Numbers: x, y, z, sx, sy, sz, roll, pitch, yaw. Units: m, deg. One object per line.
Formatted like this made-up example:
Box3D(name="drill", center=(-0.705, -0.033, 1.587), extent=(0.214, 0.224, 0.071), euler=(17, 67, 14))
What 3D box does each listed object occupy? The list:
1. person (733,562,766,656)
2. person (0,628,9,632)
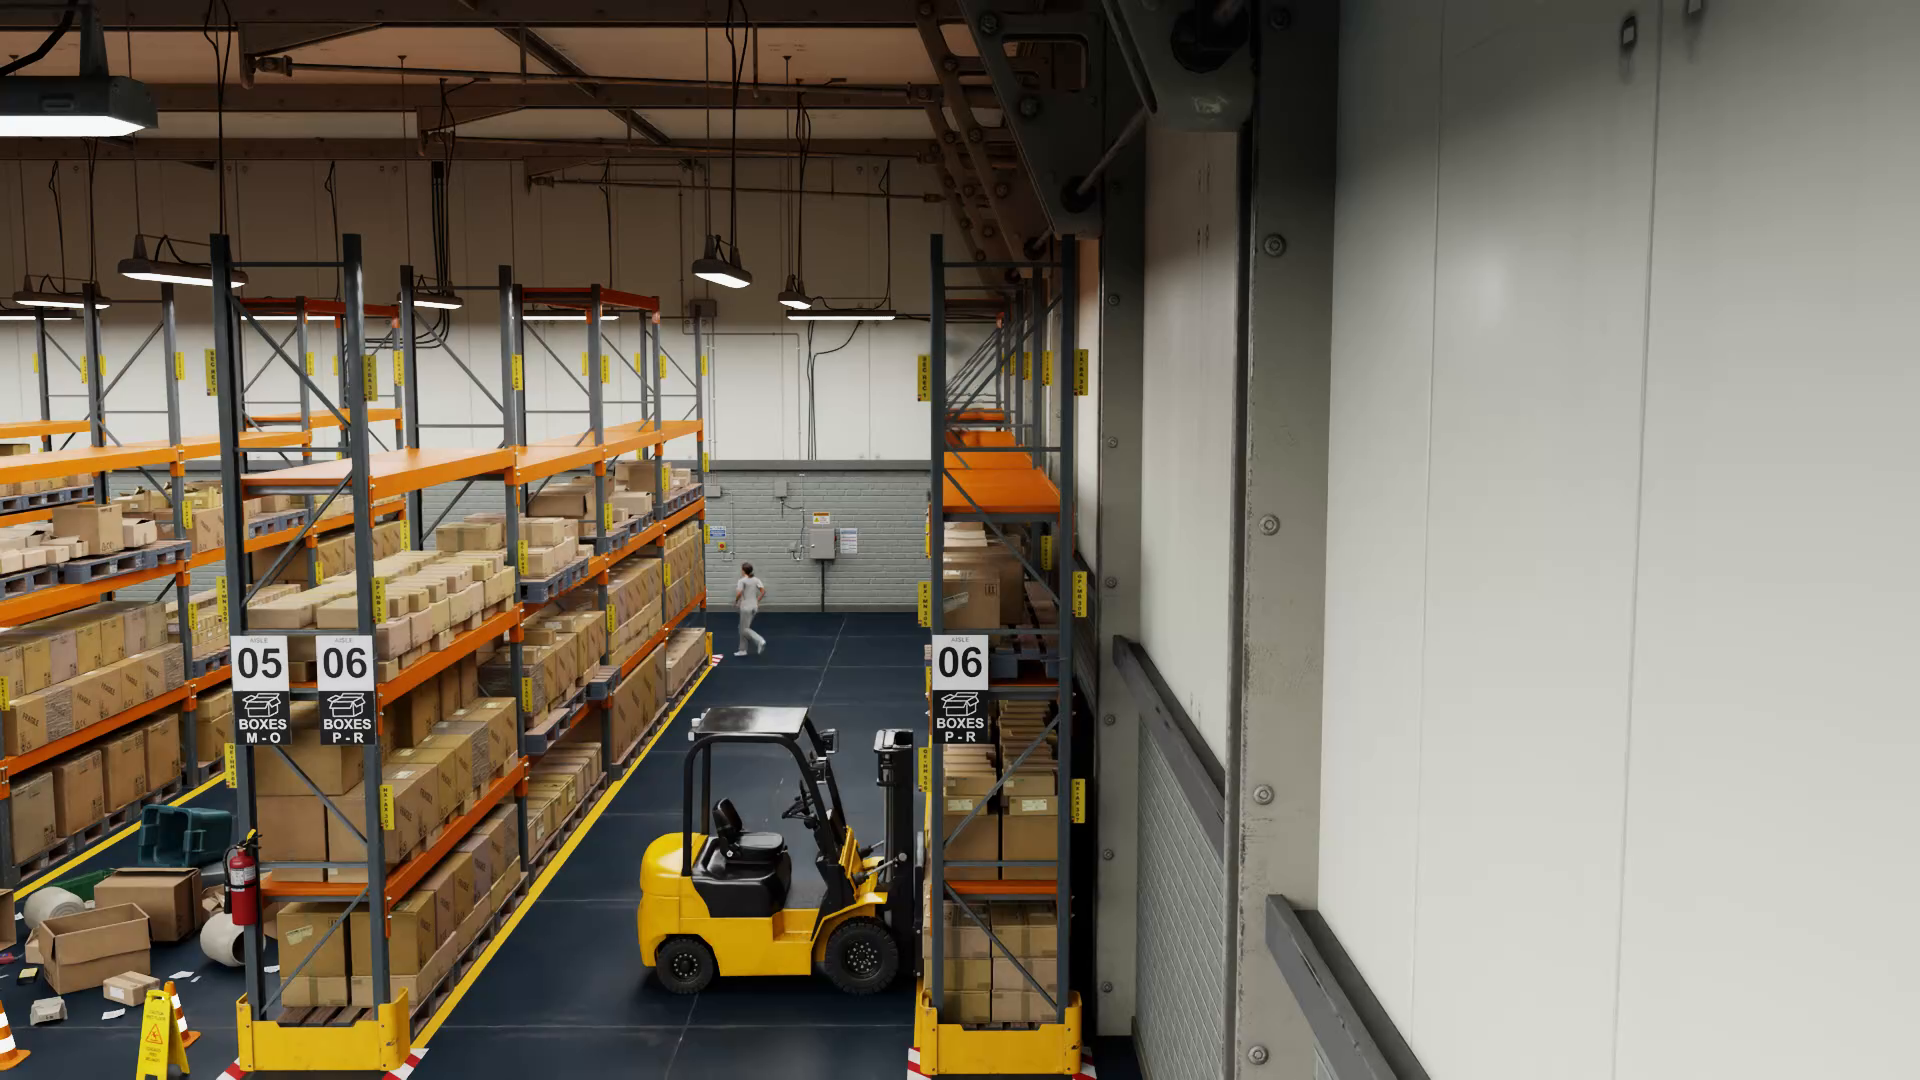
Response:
Box3D(name="person", center=(-3.584, 1.211, 28.524), extent=(0.832, 1.657, 0.554), euler=(5, 8, 38))
Box3D(name="person", center=(-11.904, 1.968, 20.755), extent=(0.662, 1.760, 0.949), euler=(-1, 6, -11))
